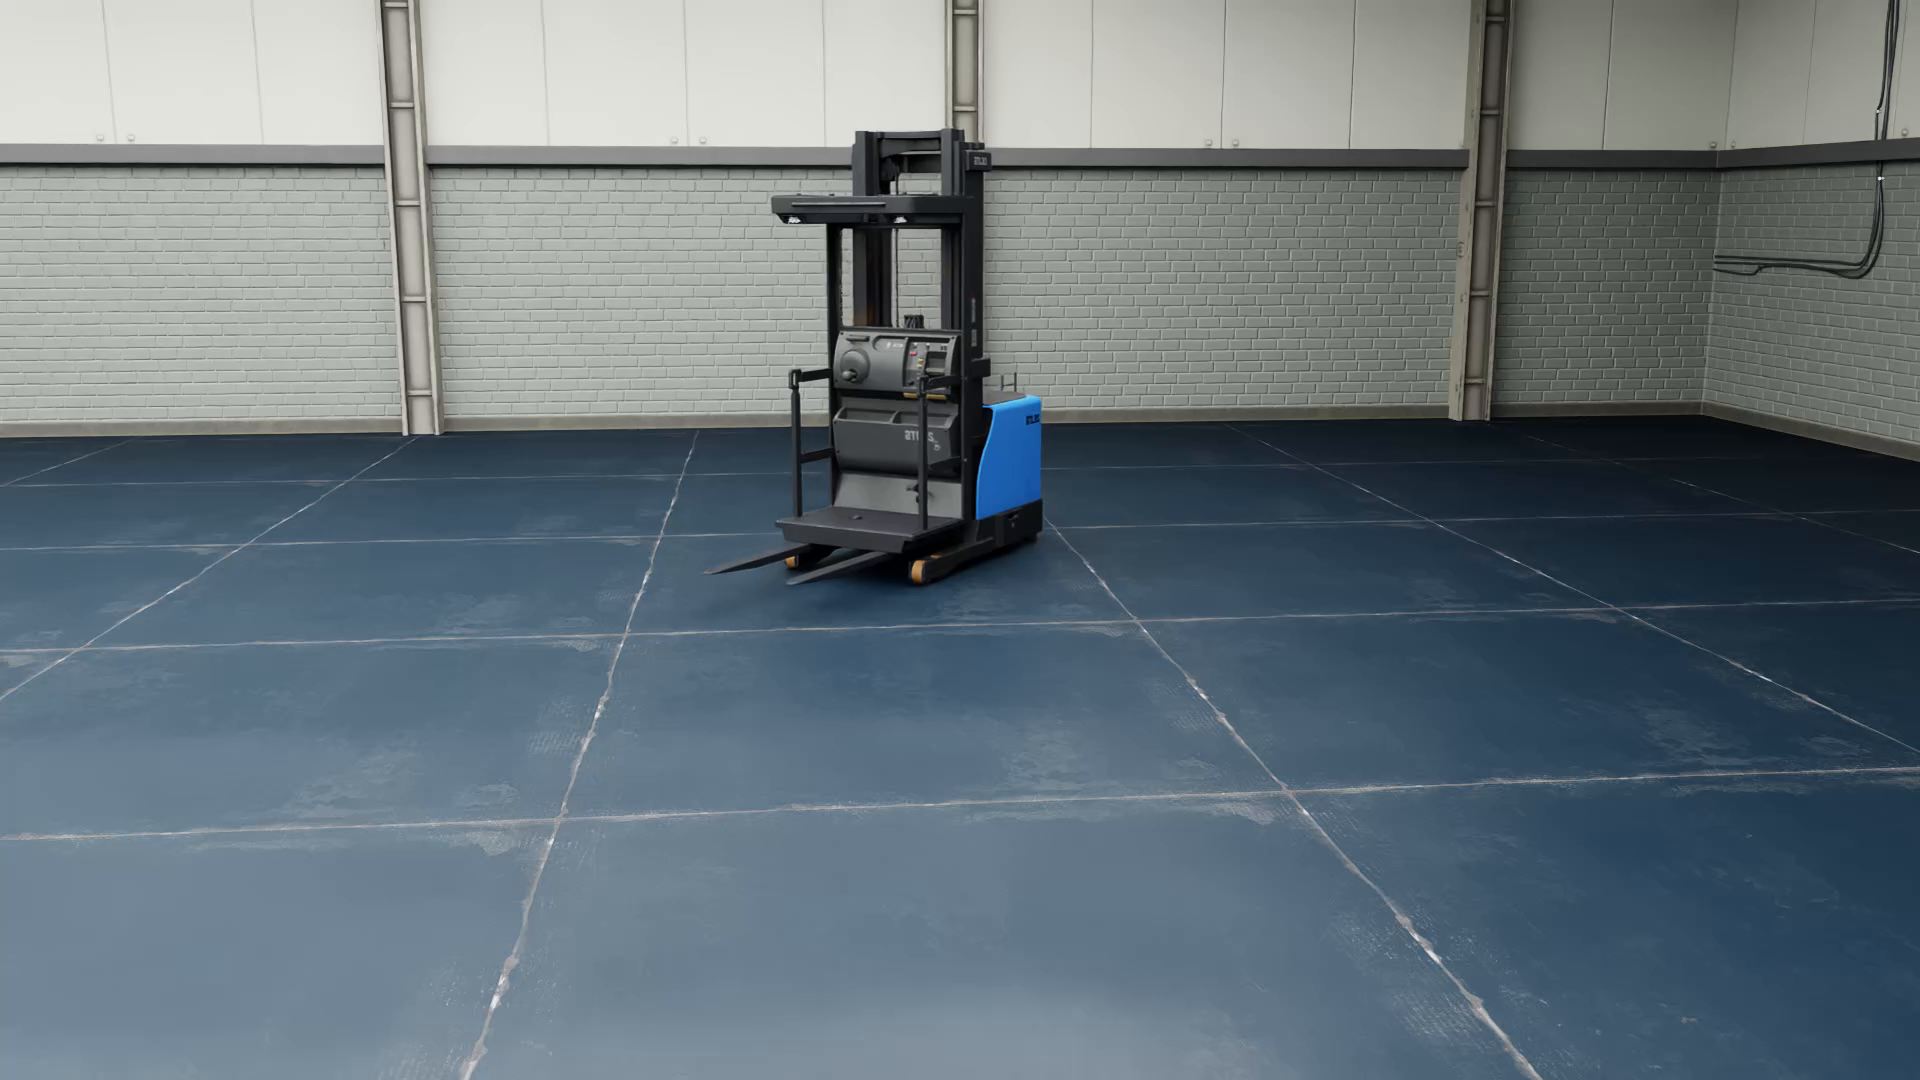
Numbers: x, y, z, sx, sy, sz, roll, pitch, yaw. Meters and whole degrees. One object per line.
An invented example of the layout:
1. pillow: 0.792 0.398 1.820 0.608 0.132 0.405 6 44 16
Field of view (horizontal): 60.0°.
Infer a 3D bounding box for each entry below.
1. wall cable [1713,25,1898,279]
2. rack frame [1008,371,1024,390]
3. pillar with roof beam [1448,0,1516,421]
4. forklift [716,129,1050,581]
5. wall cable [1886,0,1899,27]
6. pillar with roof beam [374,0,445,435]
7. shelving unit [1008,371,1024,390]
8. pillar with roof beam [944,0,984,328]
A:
1. wall cable: 9.081 -4.130 18.096 0.112 2.526 3.097 -1 11 -6
2. rack frame: 0.428 -0.684 12.736 0.015 1.200 0.240 6 13 28
3. pillar with roof beam: 6.474 -5.020 14.575 0.400 9.000 9.100 -1 11 -6
4. forklift: -0.483 -1.264 11.201 1.130 2.935 3.031 6 13 29
5. wall cable: 9.373 -6.089 14.970 0.112 2.526 3.097 -1 11 -6
6. pillar with roof beam: -5.456 -4.770 13.304 0.400 9.000 9.100 -1 11 -6
7. shelving unit: 0.214 -0.706 12.851 0.503 1.200 0.258 6 13 28
8. pillar with roof beam: 0.509 -4.895 13.939 0.400 9.000 9.100 -1 11 -6
